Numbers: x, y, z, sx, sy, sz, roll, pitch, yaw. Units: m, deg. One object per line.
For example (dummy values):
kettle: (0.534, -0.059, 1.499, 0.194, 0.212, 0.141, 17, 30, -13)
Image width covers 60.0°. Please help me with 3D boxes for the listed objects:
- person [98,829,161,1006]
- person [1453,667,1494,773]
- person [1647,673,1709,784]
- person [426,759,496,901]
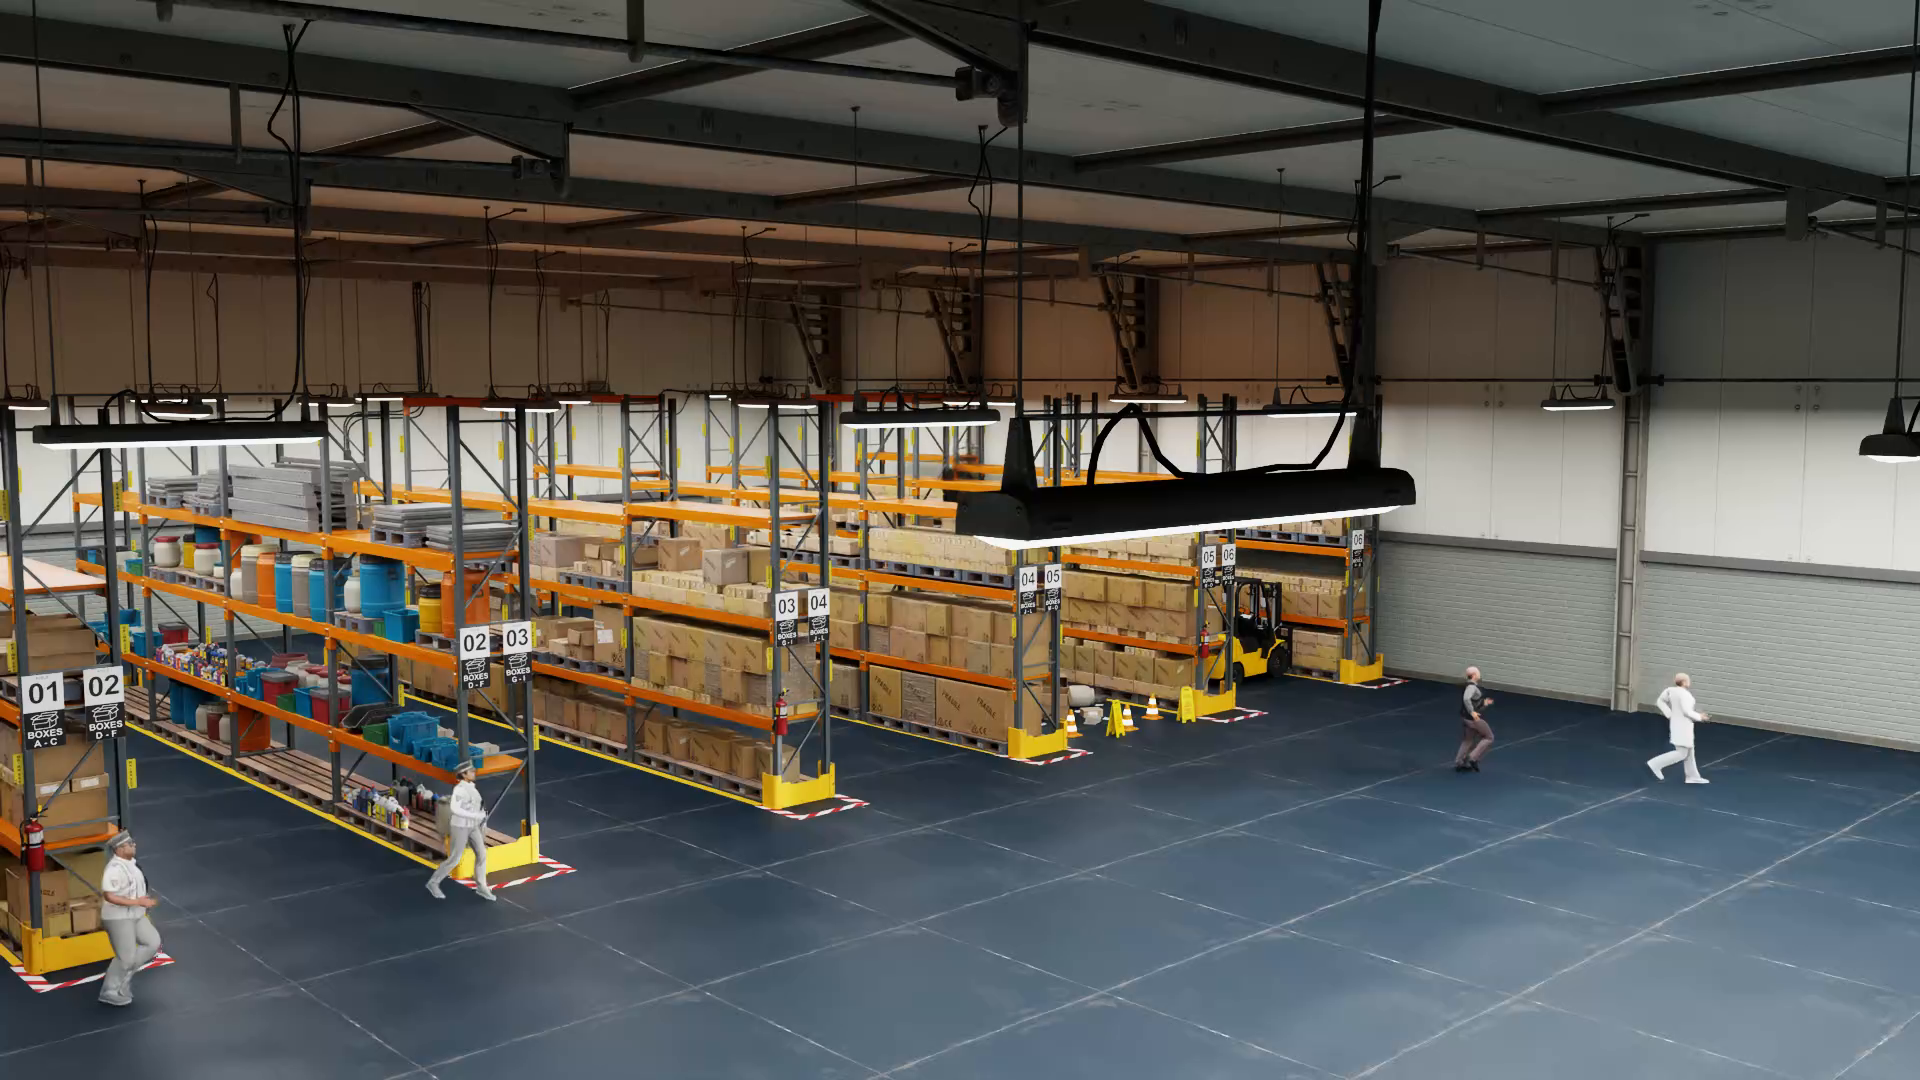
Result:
person: (-8.449, 3.823, 16.954, 0.582, 1.763, 0.655, -1, 6, -7)
person: (8.284, 2.889, 26.756, 0.642, 1.698, 0.644, -1, 6, -6)
person: (11.204, 2.948, 25.900, 1.018, 1.767, 0.709, 0, 6, 0)
person: (-6.051, 3.525, 20.288, 0.861, 1.705, 0.651, 1, 6, 6)
